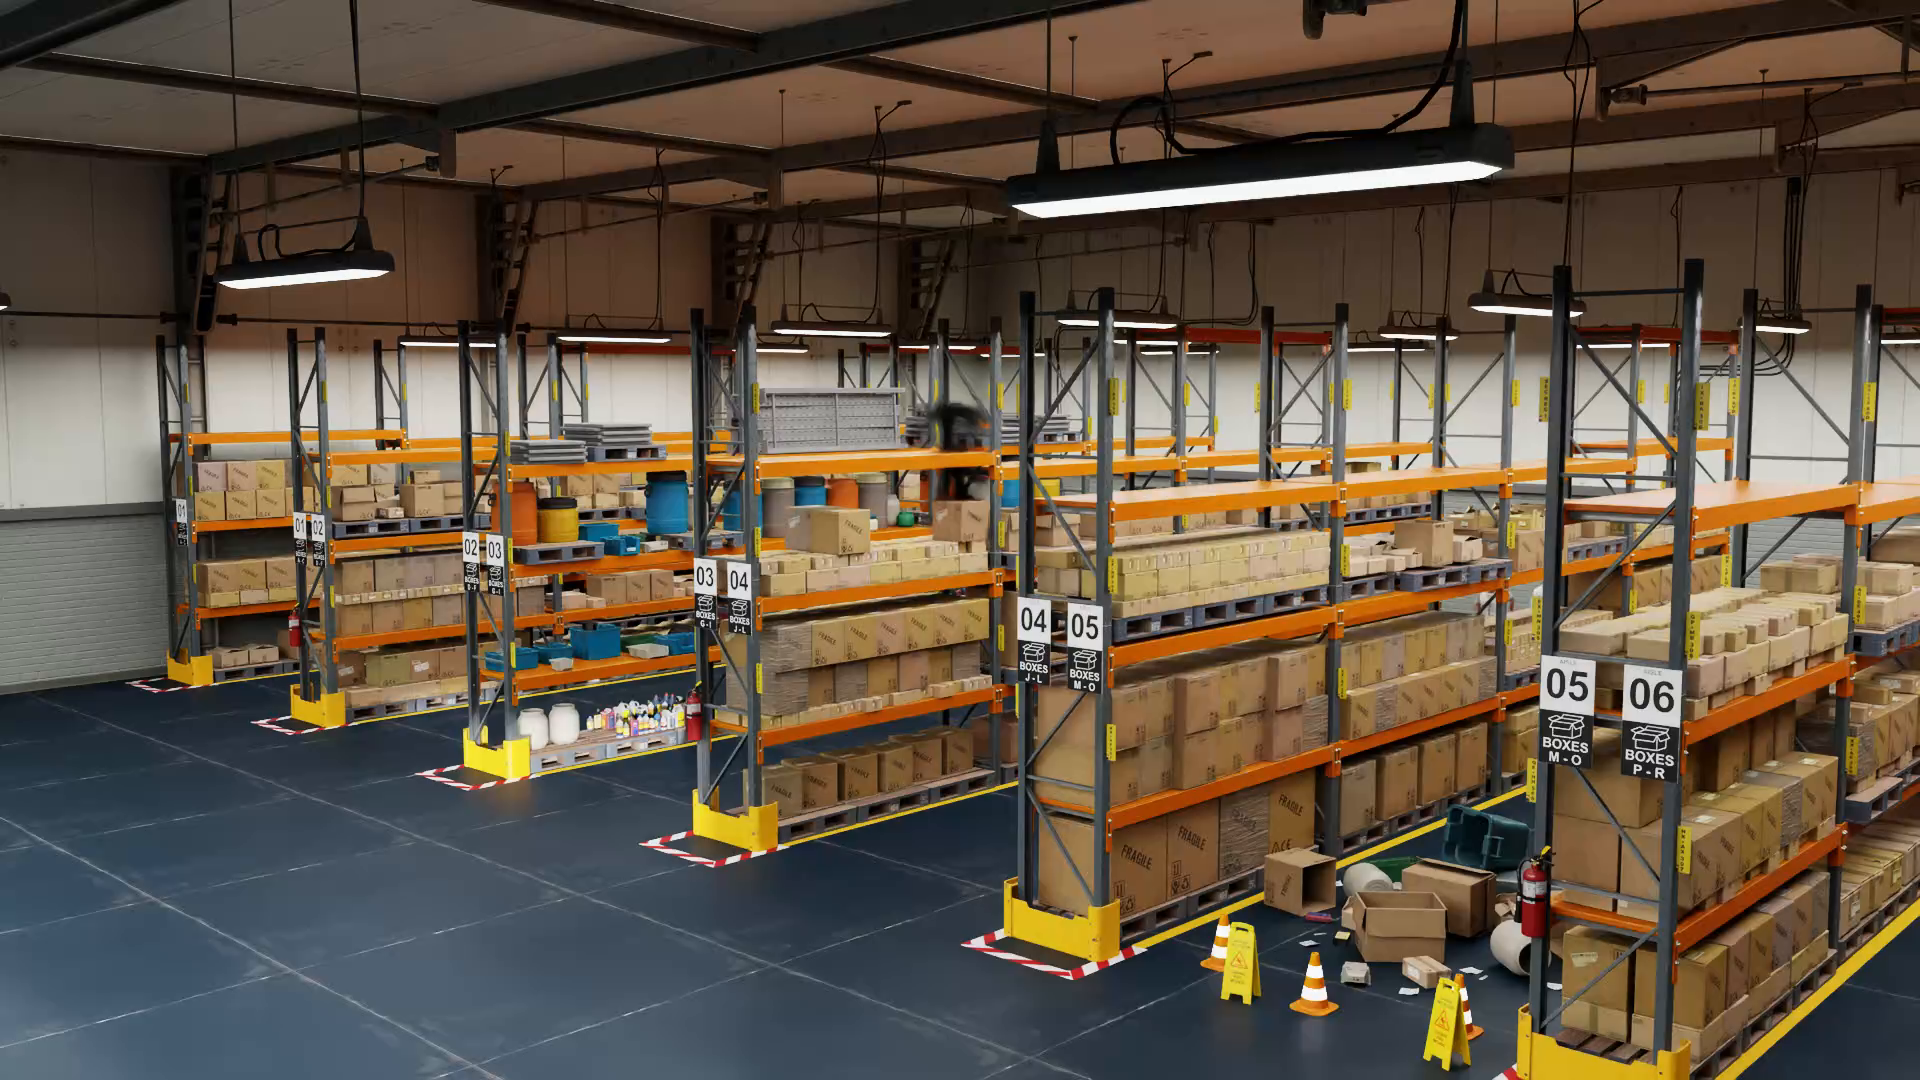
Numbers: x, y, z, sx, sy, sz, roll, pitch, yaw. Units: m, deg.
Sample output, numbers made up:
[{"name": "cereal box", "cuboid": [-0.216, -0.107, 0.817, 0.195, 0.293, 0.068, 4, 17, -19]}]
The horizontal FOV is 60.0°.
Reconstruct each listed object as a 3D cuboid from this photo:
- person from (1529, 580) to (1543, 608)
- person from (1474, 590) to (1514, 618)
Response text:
[{"name": "person", "cuboid": [11.082, 1.402, 31.386, 0.664, 1.631, 0.518, 3, 6, 31]}, {"name": "person", "cuboid": [9.594, 1.476, 29.991, 0.622, 1.799, 0.821, 5, 7, 42]}]
